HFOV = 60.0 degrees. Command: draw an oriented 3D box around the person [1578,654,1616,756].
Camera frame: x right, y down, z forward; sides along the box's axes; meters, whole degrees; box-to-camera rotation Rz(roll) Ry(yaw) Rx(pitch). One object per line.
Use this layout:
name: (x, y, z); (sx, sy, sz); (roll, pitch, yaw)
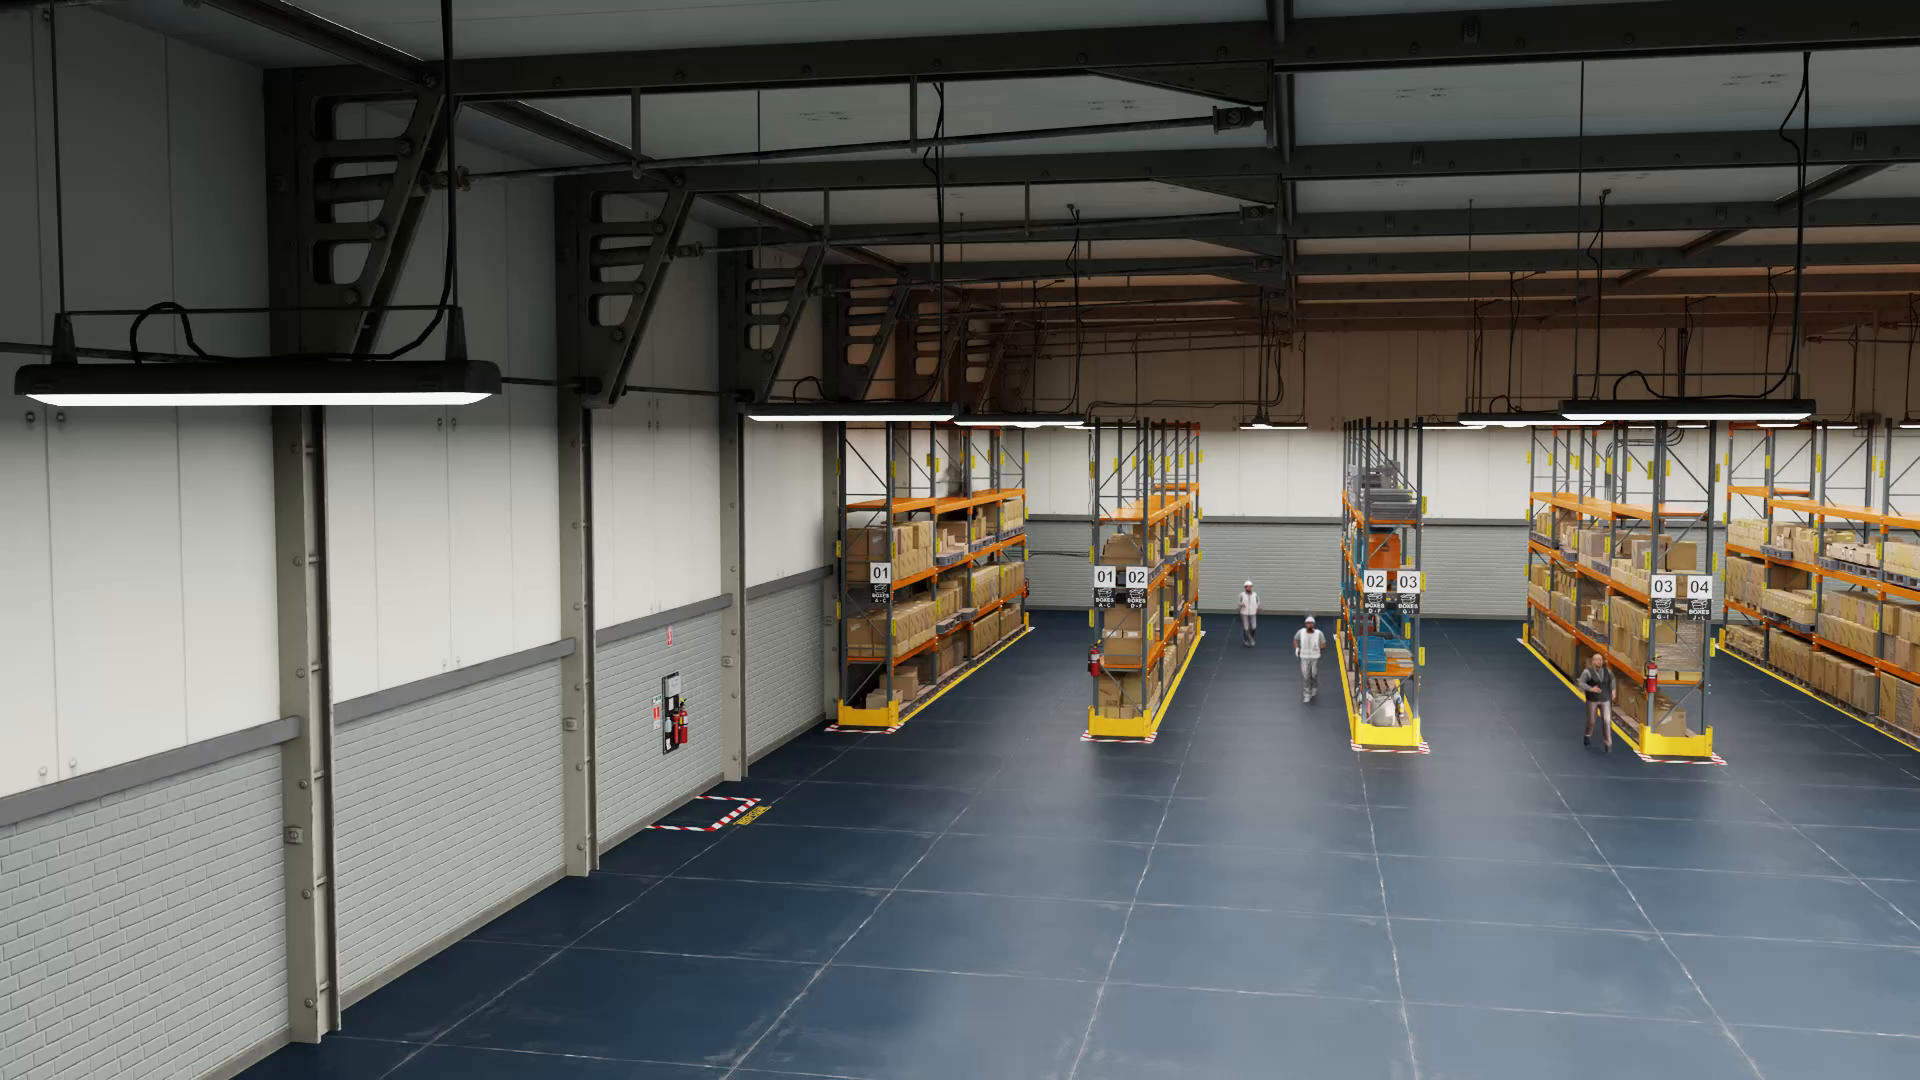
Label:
person: (11.428, 2.922, 29.823); (0.689, 1.768, 0.869); (0, 4, 6)

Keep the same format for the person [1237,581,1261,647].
person: (7.693, 1.979, 44.226); (0.643, 1.761, 0.636); (0, 4, 4)

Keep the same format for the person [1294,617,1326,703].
person: (7.452, 2.525, 35.431); (0.678, 1.792, 0.860); (1, 4, 13)
